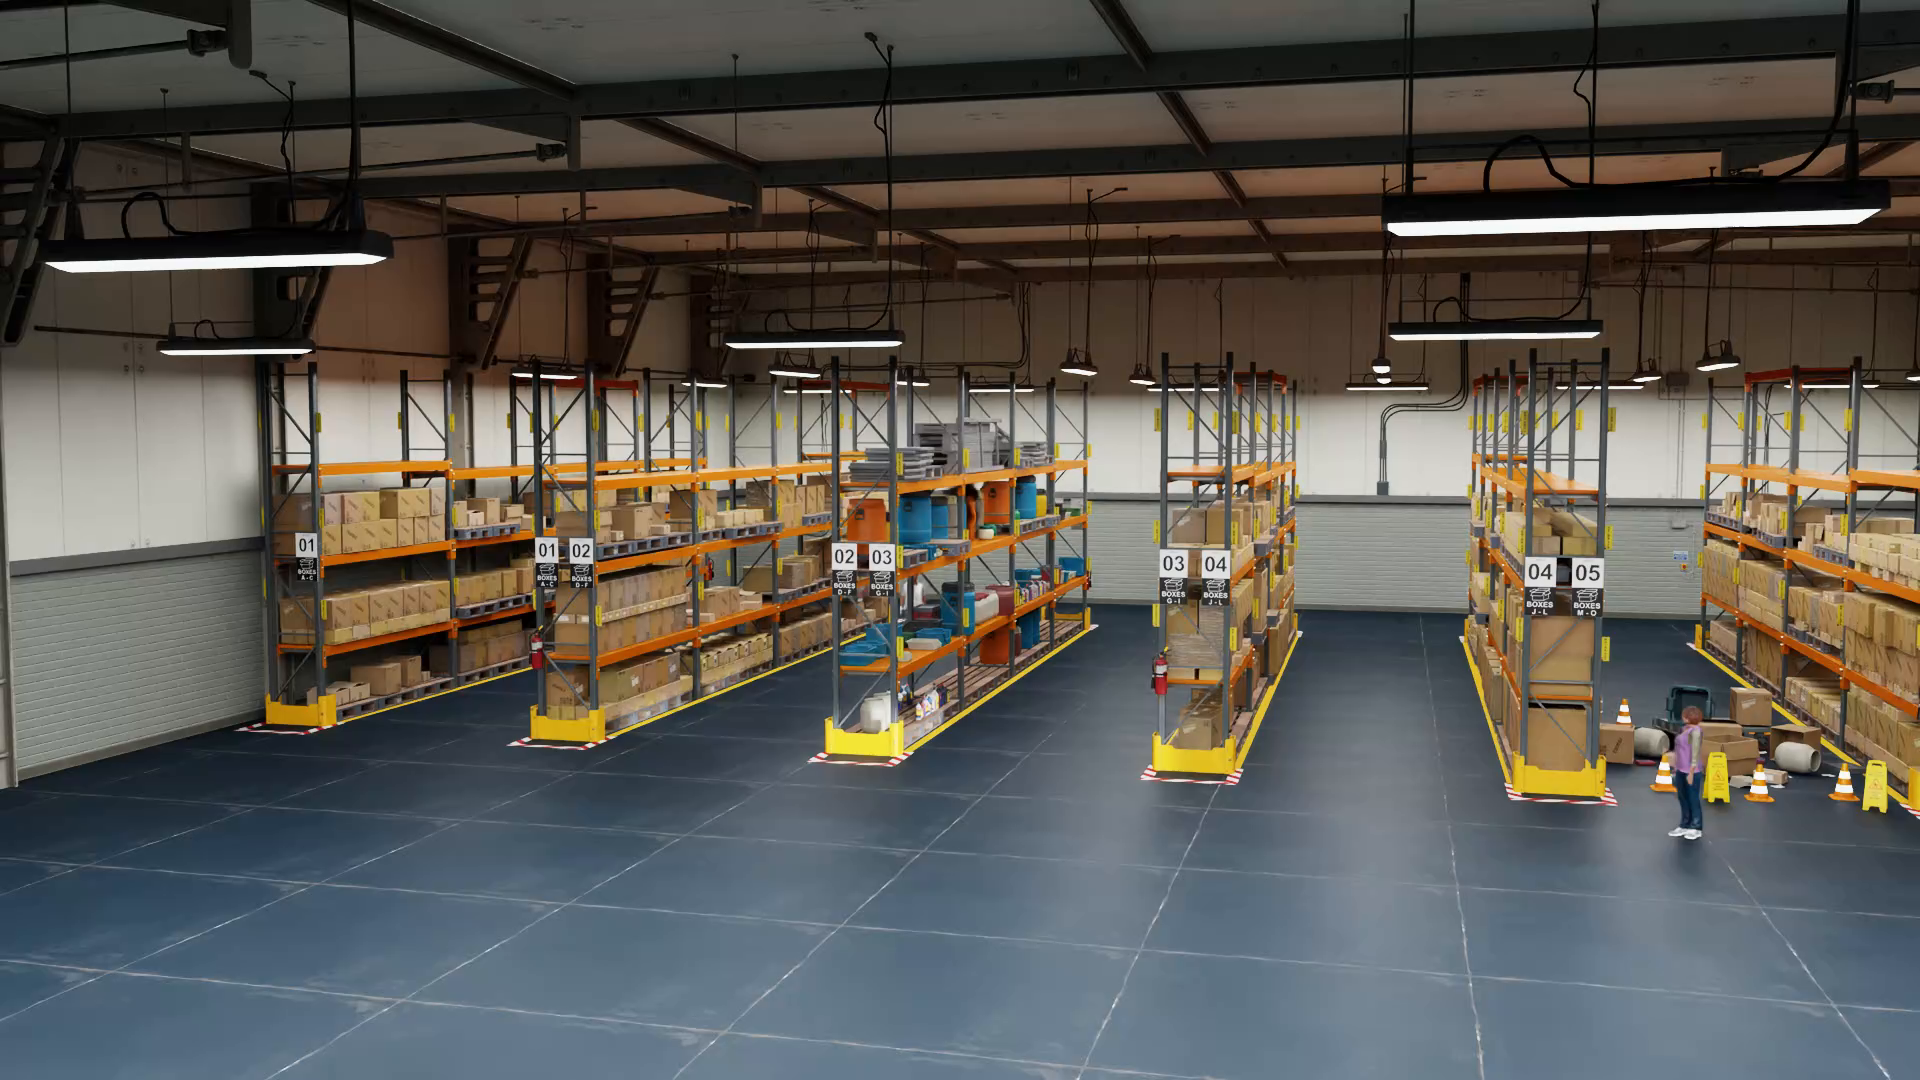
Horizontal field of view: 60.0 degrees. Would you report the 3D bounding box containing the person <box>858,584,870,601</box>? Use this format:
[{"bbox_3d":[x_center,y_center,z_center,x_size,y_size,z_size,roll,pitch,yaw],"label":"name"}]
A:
[{"bbox_3d":[-2.368,0.958,45.980,1.030,1.612,0.540,3,5,33],"label":"person"}]

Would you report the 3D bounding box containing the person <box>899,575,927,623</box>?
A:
[{"bbox_3d":[-1.057,1.537,36.665,0.556,1.738,0.972,1,4,11],"label":"person"}]

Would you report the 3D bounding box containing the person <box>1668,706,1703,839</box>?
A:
[{"bbox_3d":[8.784,2.800,20.065,0.361,1.621,0.483,-1,4,-12],"label":"person"}]
